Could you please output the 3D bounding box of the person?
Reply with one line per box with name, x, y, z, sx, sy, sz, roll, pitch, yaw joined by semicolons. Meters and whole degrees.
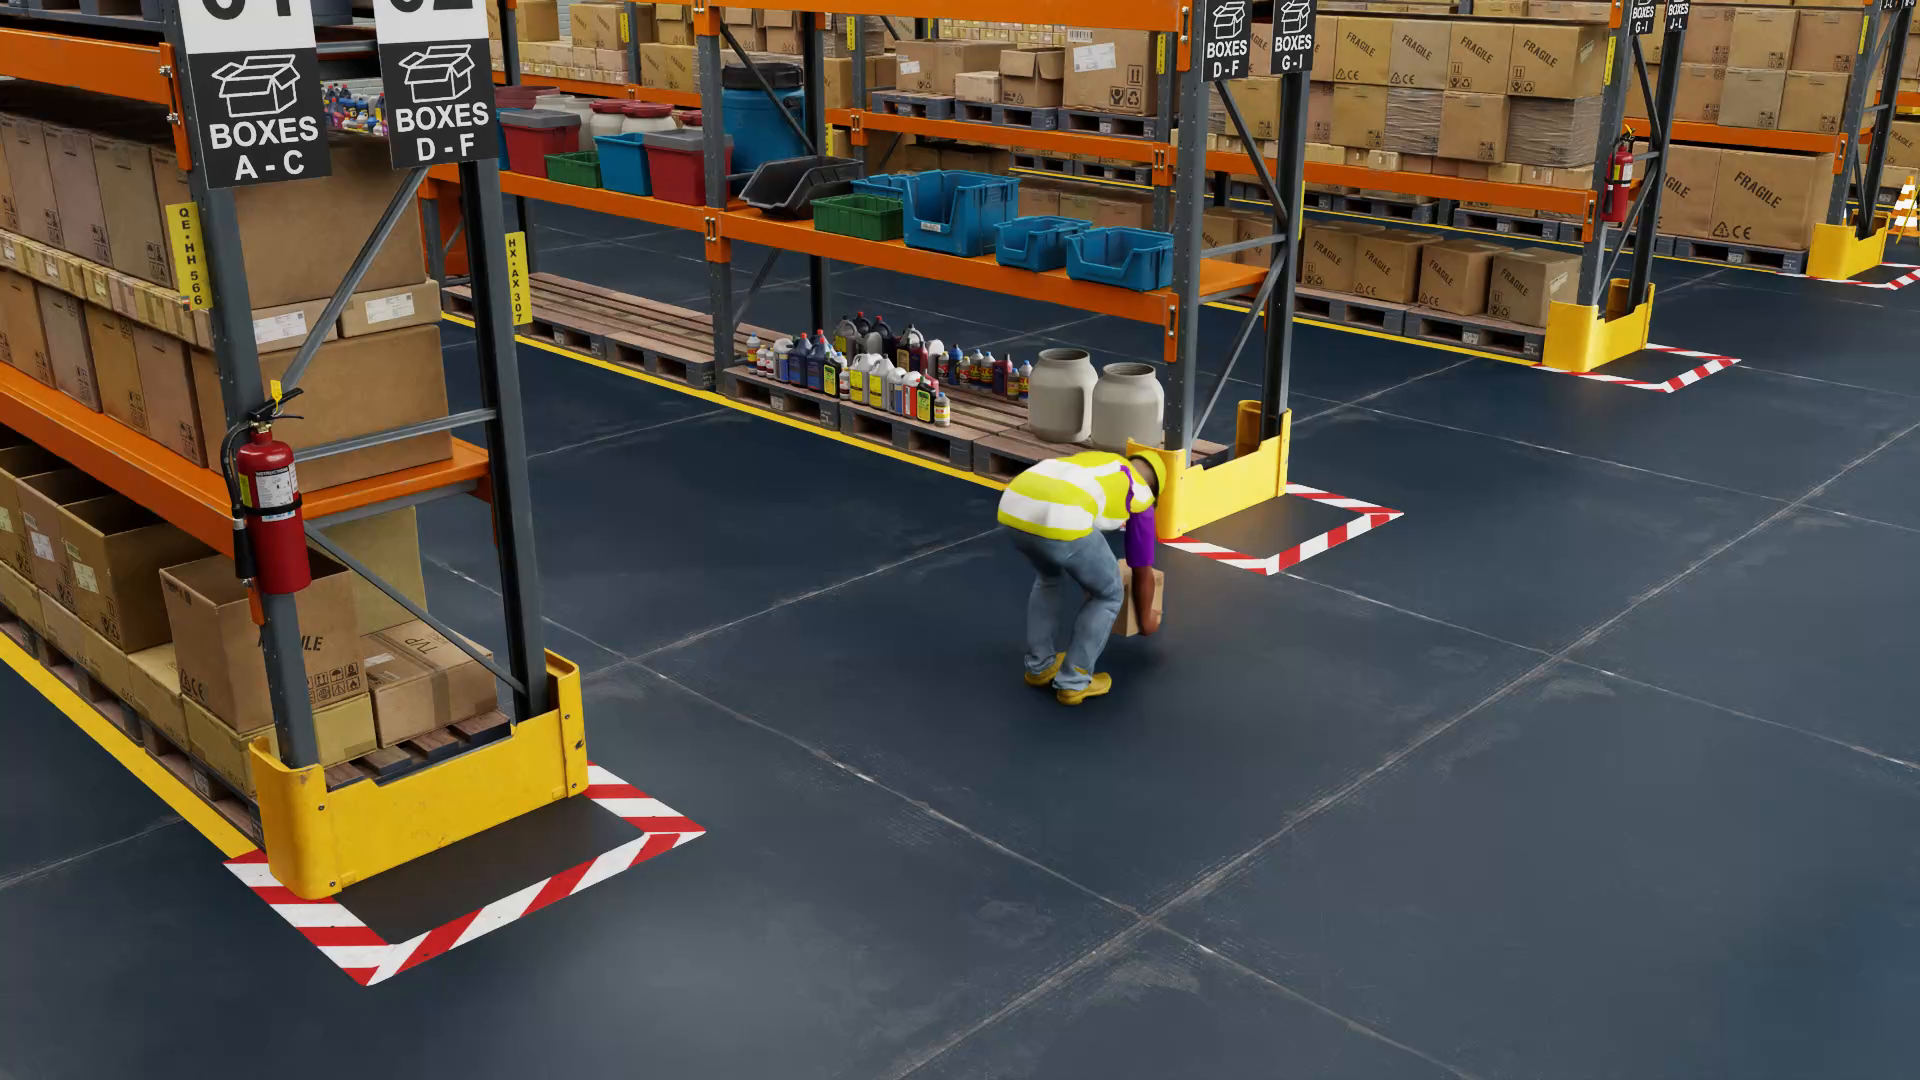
person;0.573;0.101;7.302;0.495;1.043;0.980;17;27;39
